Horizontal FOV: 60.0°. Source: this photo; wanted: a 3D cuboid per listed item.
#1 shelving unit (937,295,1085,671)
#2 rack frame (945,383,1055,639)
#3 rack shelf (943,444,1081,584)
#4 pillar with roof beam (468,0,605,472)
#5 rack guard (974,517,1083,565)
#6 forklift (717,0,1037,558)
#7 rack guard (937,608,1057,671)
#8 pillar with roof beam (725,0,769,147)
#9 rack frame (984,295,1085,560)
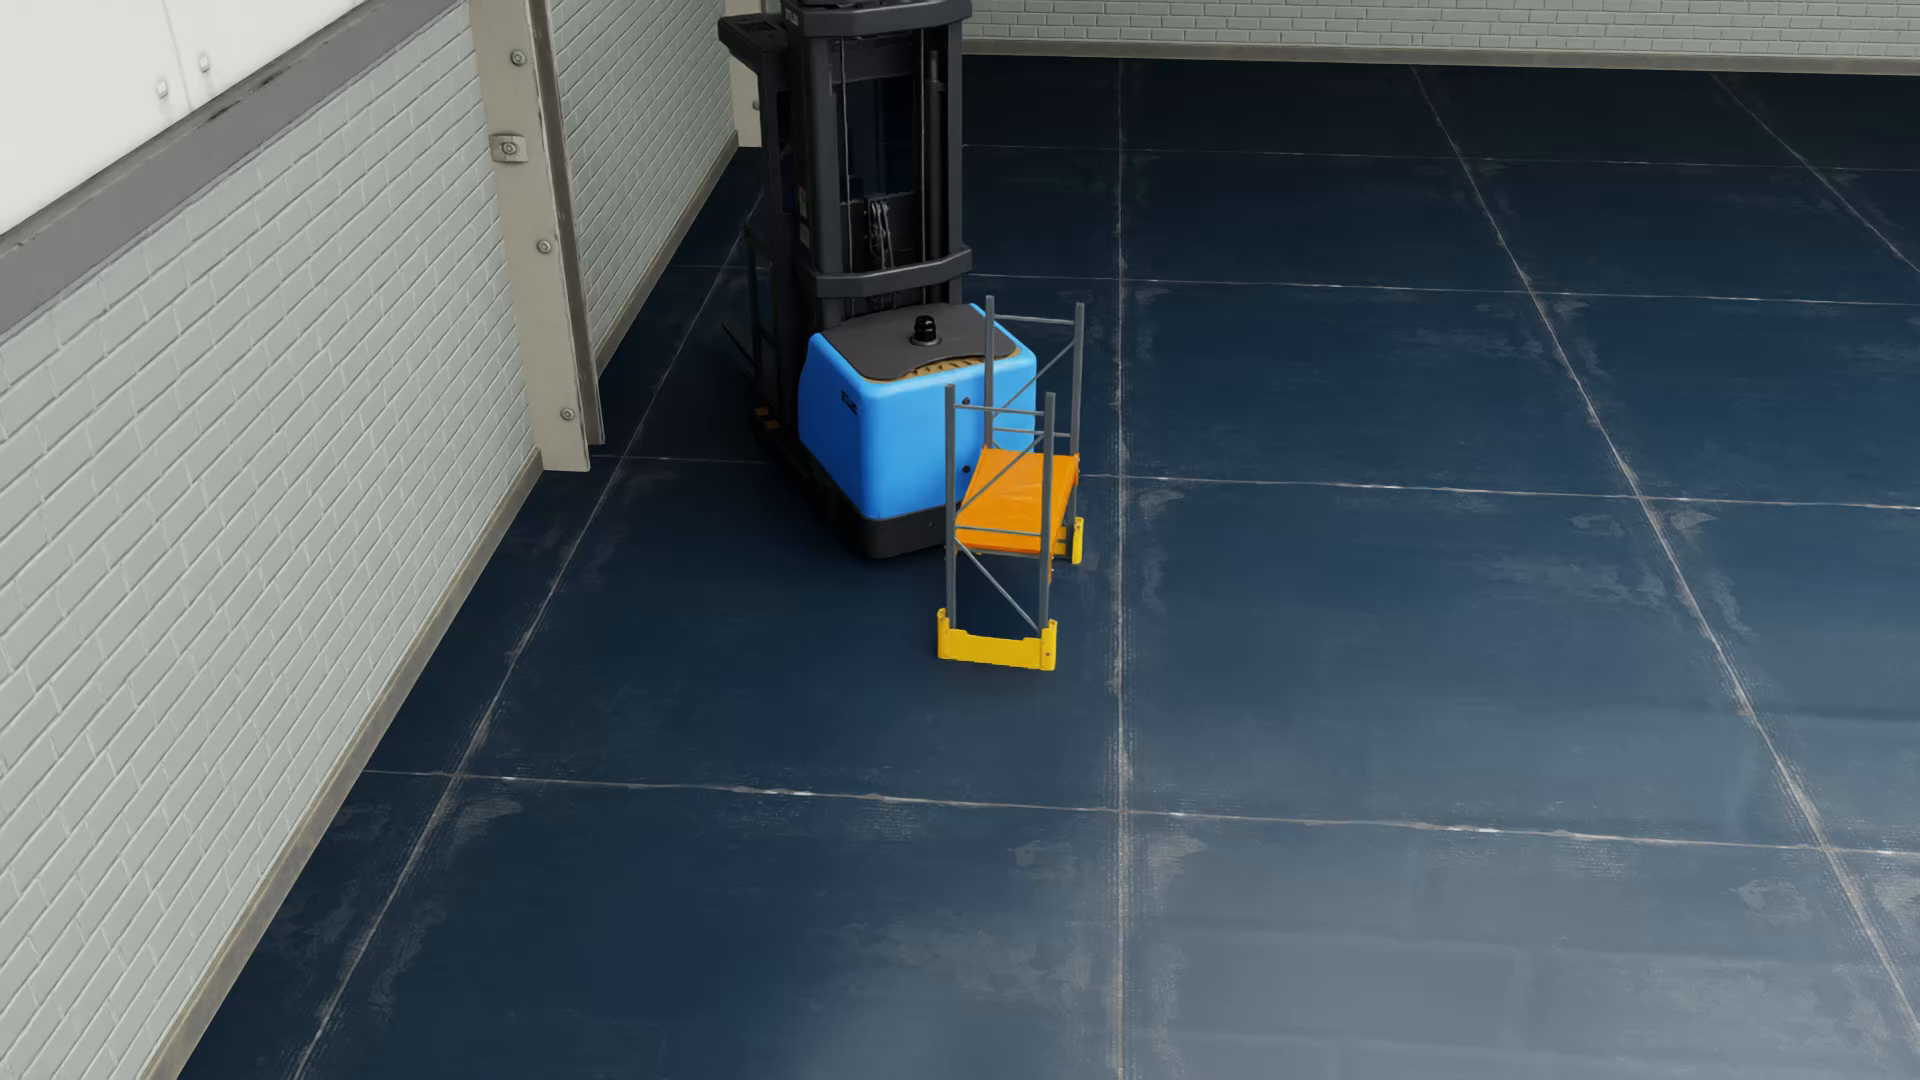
[{"bbox_3d":[0.276,-0.297,8.302,0.587,1.500,1.083,6,32,9],"label":"shelving unit"},{"bbox_3d":[0.180,-0.040,7.885,0.500,1.500,0.032,6,32,9],"label":"rack frame"},{"bbox_3d":[0.277,-0.148,8.404,0.538,0.185,1.000,6,32,9],"label":"rack shelf"},{"bbox_3d":[1.937,-4.165,7.430,9.100,9.000,0.400,2,32,4],"label":"pillar with roof beam"},{"bbox_3d":[0.371,-0.021,9.046,0.587,0.250,0.087,6,32,9],"label":"rack guard"},{"bbox_3d":[-0.663,-1.903,9.545,1.130,2.935,3.031,-14,34,-21],"label":"forklift"},{"bbox_3d":[0.180,0.492,8.214,0.587,0.250,0.087,6,32,9],"label":"rack guard"},{"bbox_3d":[2.426,-7.302,12.521,9.100,9.000,0.400,2,32,4],"label":"pillar with roof beam"},{"bbox_3d":[0.375,-0.563,8.735,0.500,1.500,0.032,6,32,9],"label":"rack frame"}]
